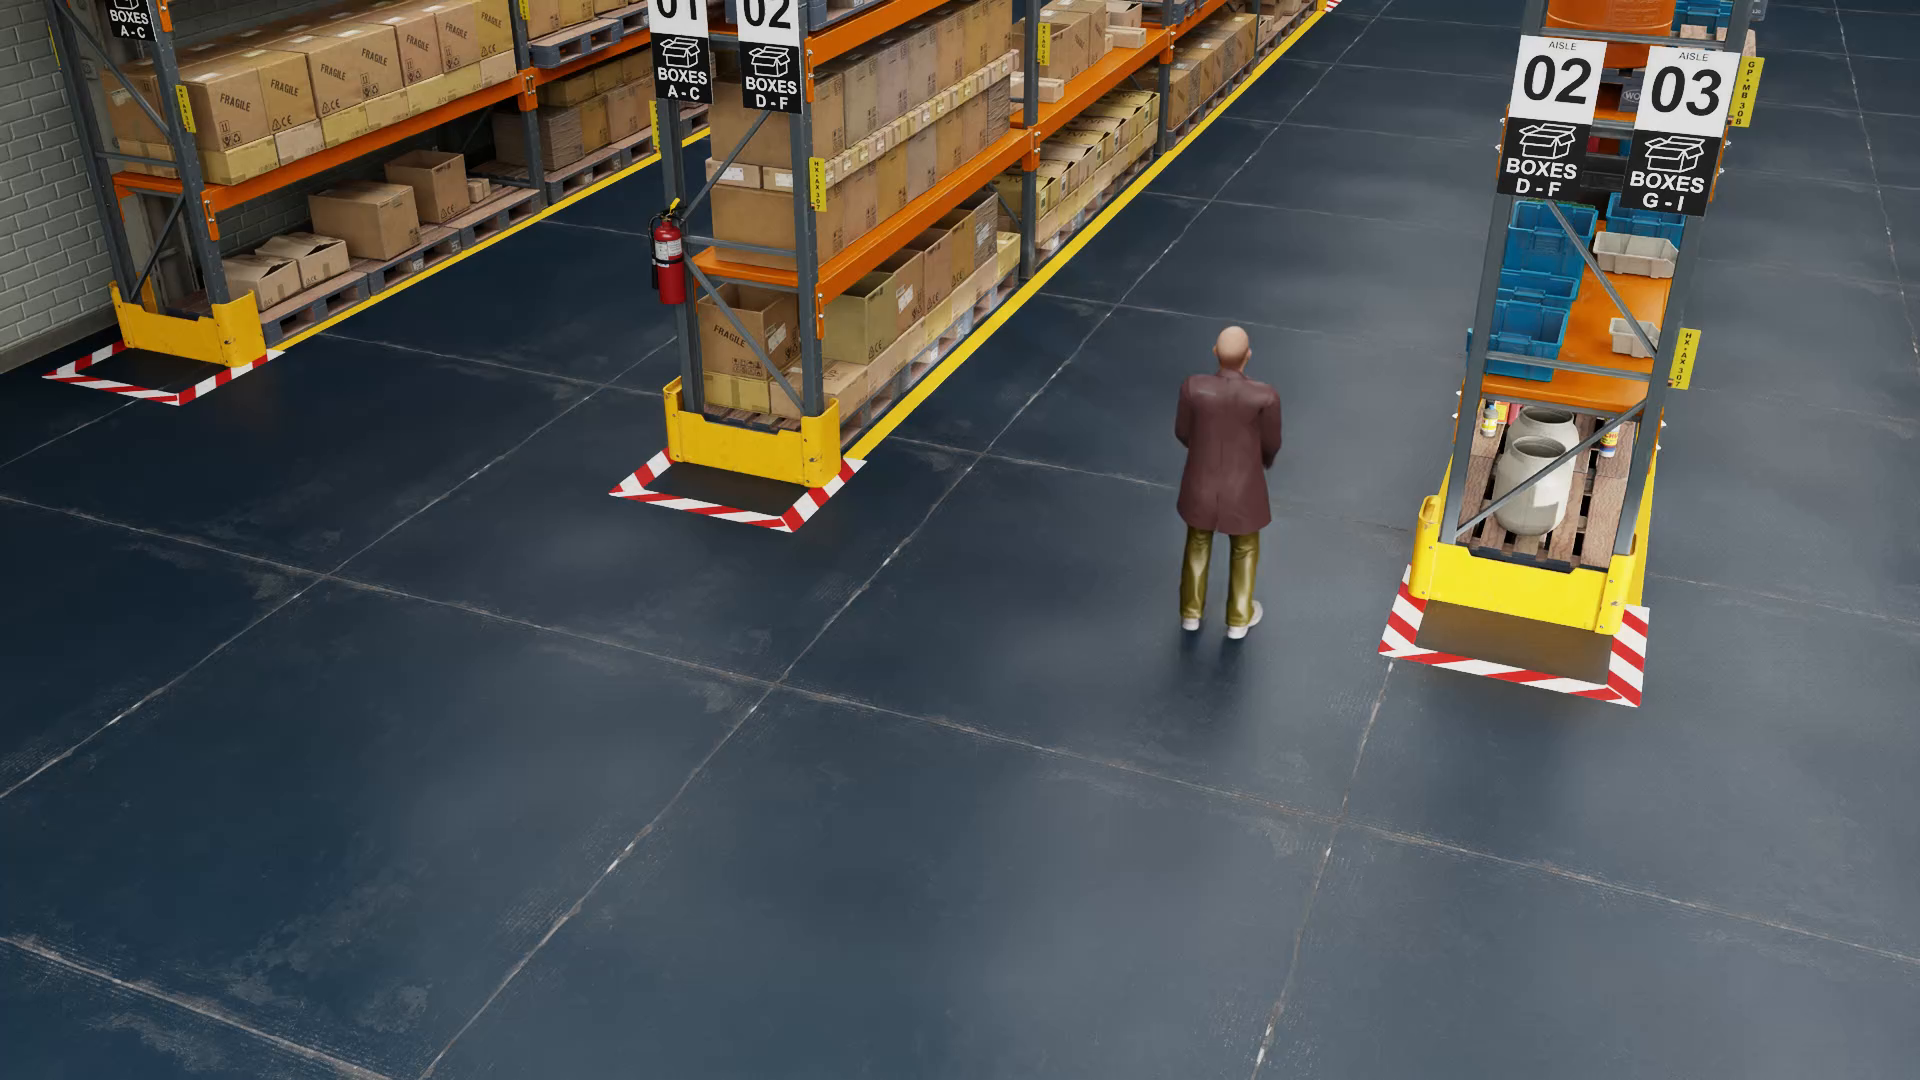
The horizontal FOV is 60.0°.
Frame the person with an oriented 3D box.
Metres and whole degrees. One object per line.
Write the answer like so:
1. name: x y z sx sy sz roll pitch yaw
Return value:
1. person: 1.445 -0.336 9.011 0.572 1.782 0.479 11 31 18
